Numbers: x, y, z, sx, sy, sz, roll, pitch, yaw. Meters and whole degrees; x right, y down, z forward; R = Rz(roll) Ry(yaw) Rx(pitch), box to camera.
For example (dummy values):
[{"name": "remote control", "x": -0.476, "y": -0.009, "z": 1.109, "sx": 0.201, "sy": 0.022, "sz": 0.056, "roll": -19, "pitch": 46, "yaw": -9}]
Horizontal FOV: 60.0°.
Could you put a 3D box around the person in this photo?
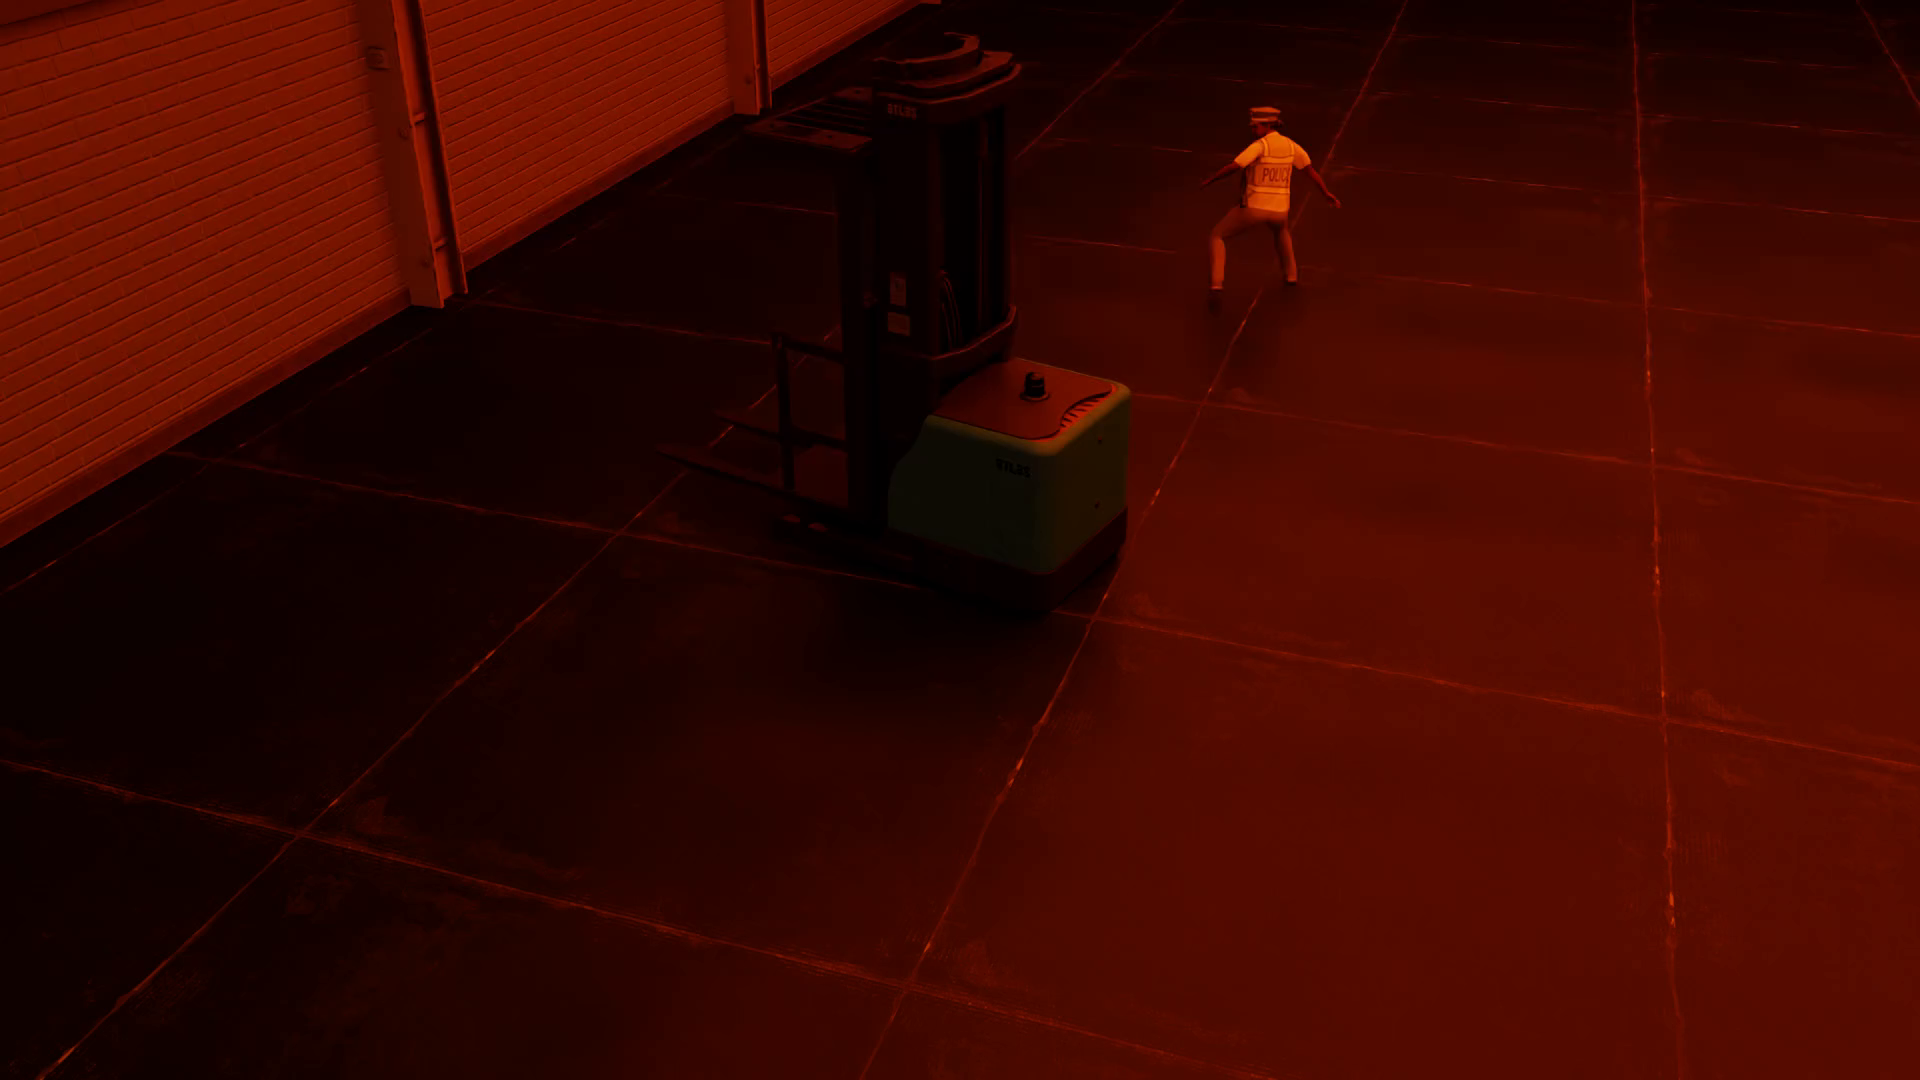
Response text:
[{"name": "person", "x": 2.466, "y": -2.668, "z": 13.337, "sx": 1.108, "sy": 1.575, "sz": 0.522, "roll": -9, "pitch": 31, "yaw": -15}]

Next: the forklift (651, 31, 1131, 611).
[{"name": "forklift", "x": -0.531, "y": -1.413, "z": 9.615, "sx": 3.031, "sy": 2.935, "sz": 1.130, "roll": 17, "pitch": 34, "yaw": 27}]
